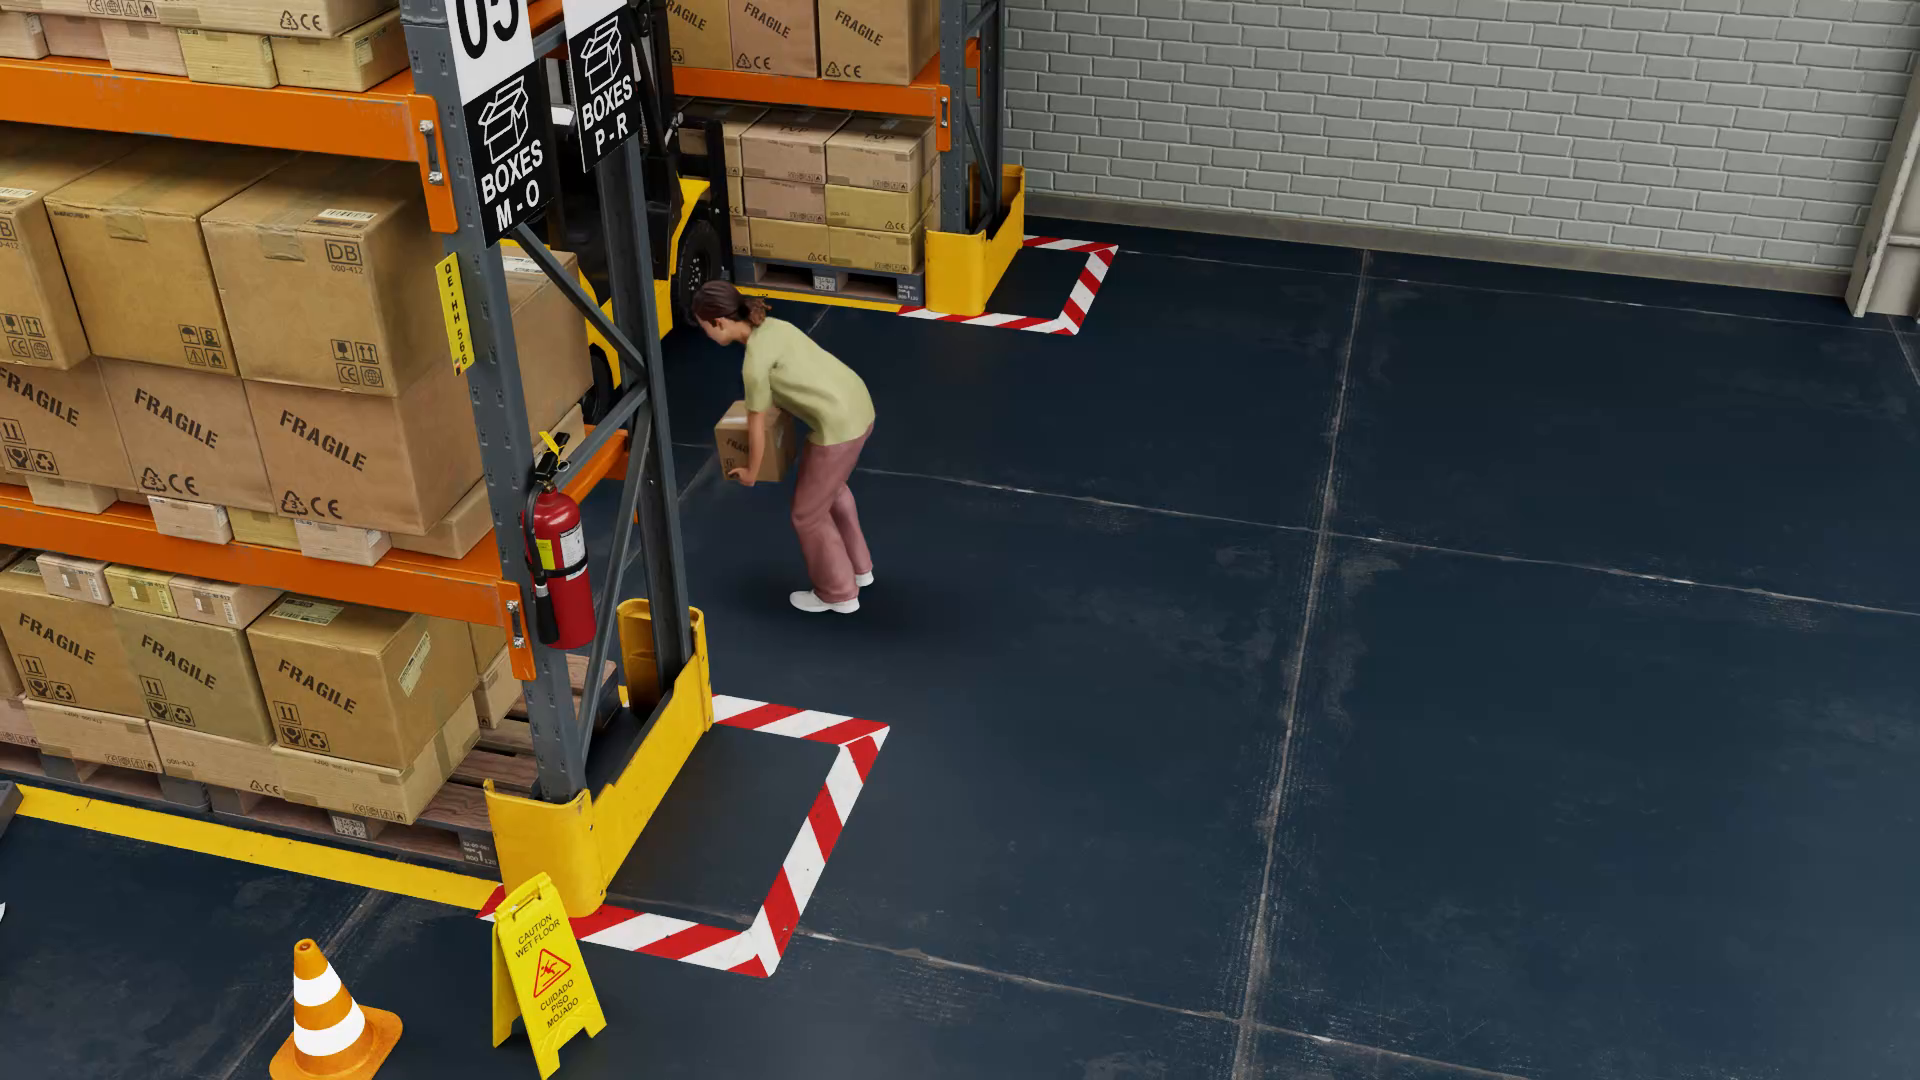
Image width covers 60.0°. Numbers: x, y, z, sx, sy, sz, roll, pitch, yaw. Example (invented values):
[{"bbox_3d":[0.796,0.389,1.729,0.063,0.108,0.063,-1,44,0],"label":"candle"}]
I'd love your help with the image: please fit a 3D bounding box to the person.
[{"bbox_3d":[-0.722,-0.385,6.969,0.728,1.425,0.408,7,34,11],"label":"person"}]
